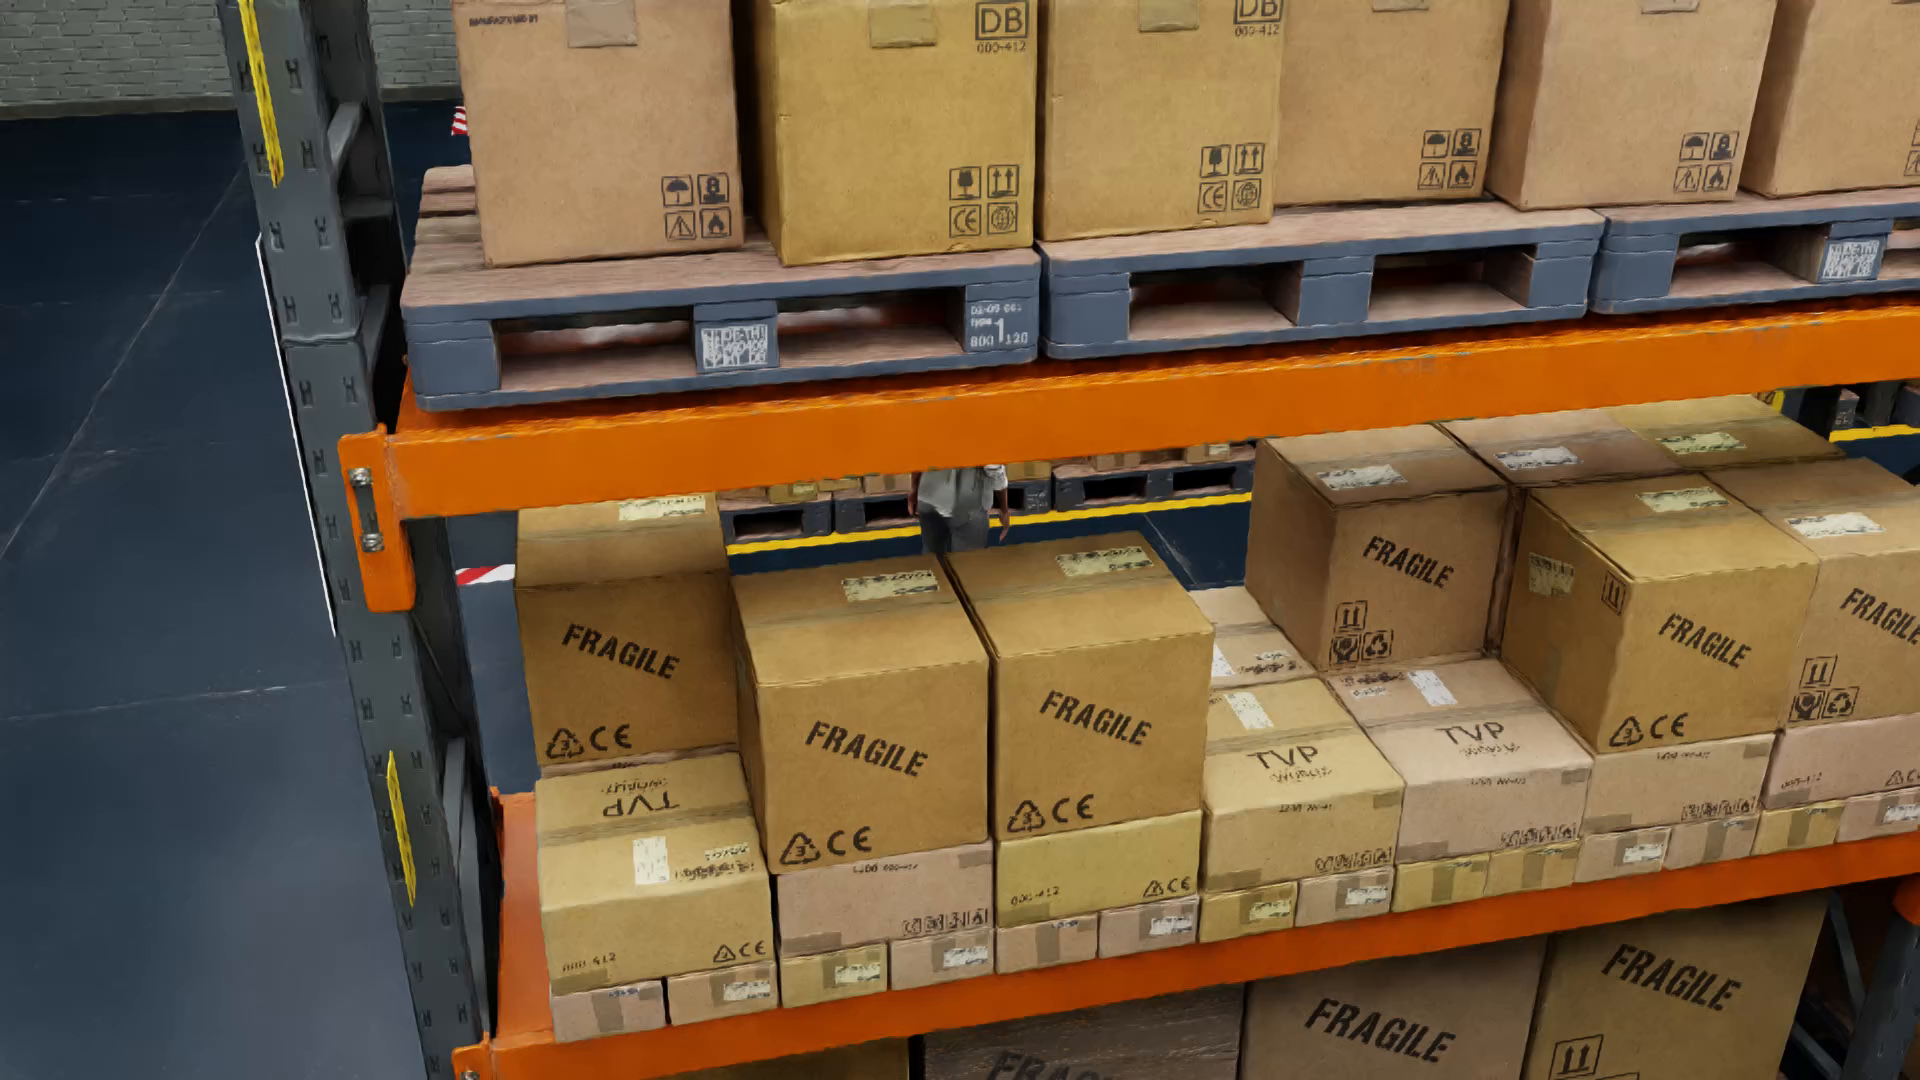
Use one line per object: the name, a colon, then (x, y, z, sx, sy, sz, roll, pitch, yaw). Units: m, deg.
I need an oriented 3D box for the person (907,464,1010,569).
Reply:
person: (-0.012, -0.174, 7.423, 0.579, 1.596, 0.420, 20, 33, 33)
